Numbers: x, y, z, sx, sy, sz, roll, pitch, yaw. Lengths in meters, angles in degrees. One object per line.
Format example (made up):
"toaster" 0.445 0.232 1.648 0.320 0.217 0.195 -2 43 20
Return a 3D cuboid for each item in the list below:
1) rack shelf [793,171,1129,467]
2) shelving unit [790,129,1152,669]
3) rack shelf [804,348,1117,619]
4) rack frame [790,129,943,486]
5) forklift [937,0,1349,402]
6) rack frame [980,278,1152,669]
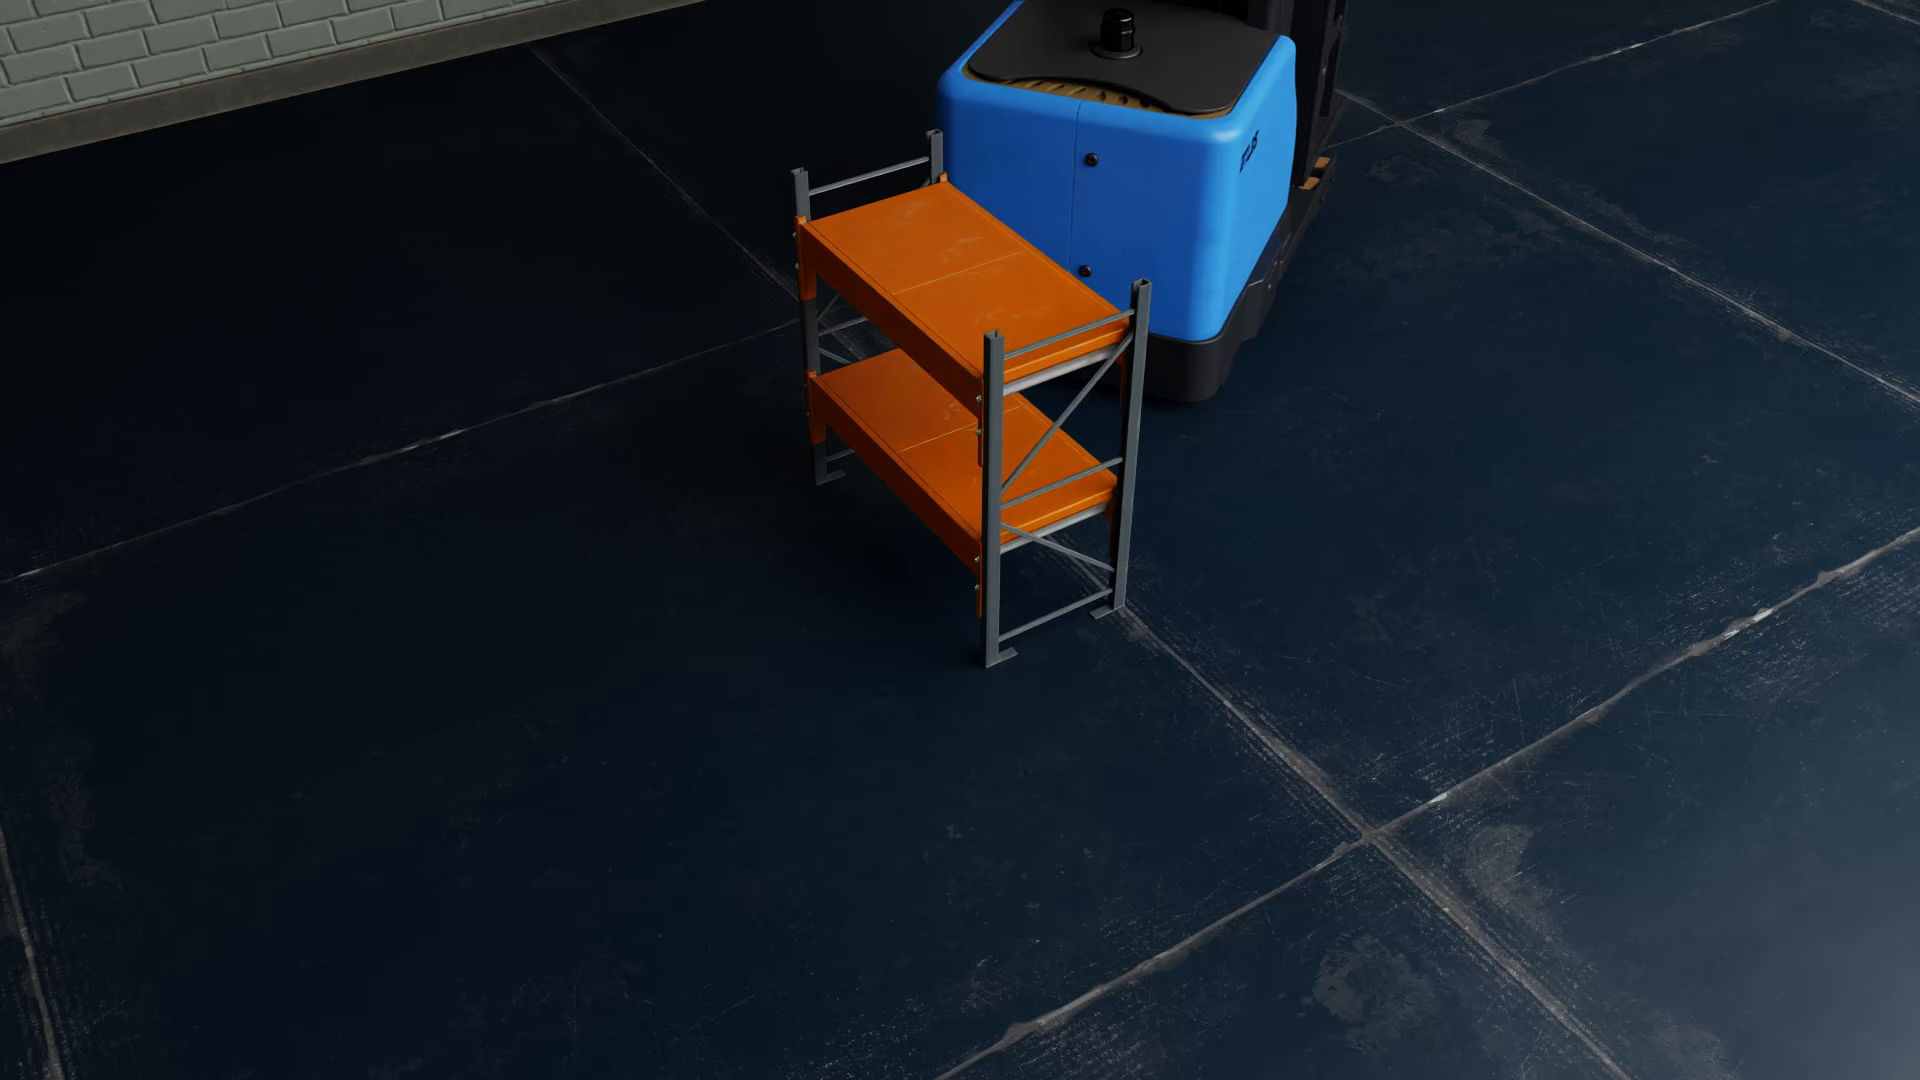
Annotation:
"rack shelf" 0.004 -0.653 4.698 0.538 0.278 1.000 -22 45 -24
"shelving unit" 0.004 -0.428 4.886 0.538 1.125 1.048 -22 45 -24
"rack shelf" 0.004 -0.241 5.042 0.538 0.278 1.000 -22 45 -24
"rack frame" -0.270 -0.703 5.215 0.500 1.125 0.032 -22 45 -24
"forklift" 0.933 -2.545 6.015 1.130 2.935 3.031 15 42 17
"rack frame" 0.277 -0.154 4.556 0.500 1.125 0.032 -22 45 -24
